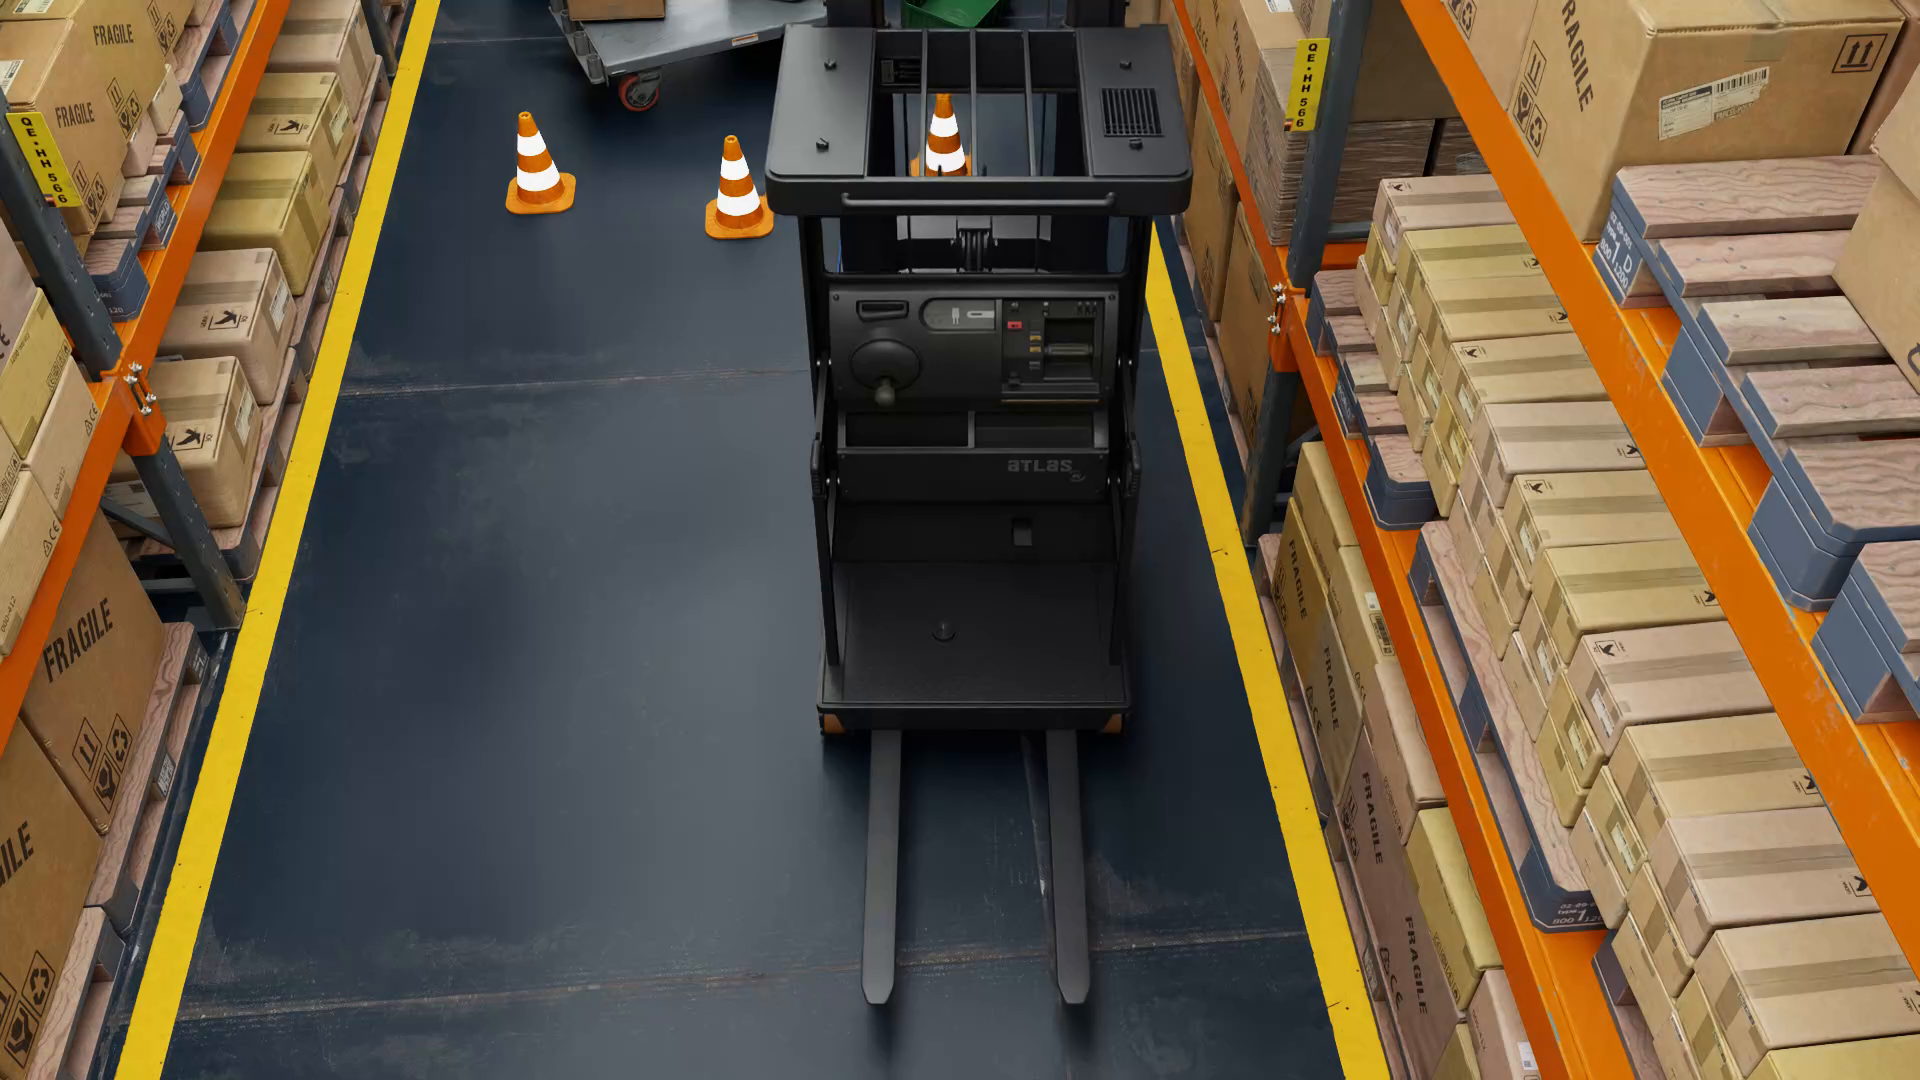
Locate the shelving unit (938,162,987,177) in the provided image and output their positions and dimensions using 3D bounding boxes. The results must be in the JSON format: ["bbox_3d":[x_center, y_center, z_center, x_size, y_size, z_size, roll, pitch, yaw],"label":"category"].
[{"bbox_3d":[0.009,-1.082,7.051,0.215,1.050,0.252,0,47,0],"label":"shelving unit"}]

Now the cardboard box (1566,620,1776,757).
[{"bbox_3d":[1.643,0.340,3.836,0.380,0.149,0.250,-5,47,-5],"label":"cardboard box"}]

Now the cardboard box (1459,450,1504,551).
[{"bbox_3d":[1.577,-0.116,4.473,0.380,0.149,0.250,-3,47,-3],"label":"cardboard box"}]

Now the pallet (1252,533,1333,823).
[{"bbox_3d":[1.709,0.455,6.174,1.003,0.211,1.213,-3,47,-3],"label":"pallet"}]

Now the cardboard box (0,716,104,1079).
[{"bbox_3d":[-3.234,1.041,4.872,0.875,0.875,0.875,-3,47,-3],"label":"cardboard box"}]

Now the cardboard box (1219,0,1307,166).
[{"bbox_3d":[1.299,-1.775,6.296,0.500,0.500,0.500,-3,47,-3],"label":"cardboard box"}]

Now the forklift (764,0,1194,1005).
[{"bbox_3d":[0.047,-0.532,5.235,1.130,2.935,3.031,0,47,0],"label":"forklift"}]

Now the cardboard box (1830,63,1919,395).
[{"bbox_3d":[1.981,-0.513,2.743,0.797,0.503,0.637,-4,47,-4],"label":"cardboard box"}]

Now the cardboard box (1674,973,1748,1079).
[{"bbox_3d":[1.709,1.018,3.399,0.380,0.149,0.250,-2,47,-2],"label":"cardboard box"}]

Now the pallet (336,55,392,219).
[{"bbox_3d":[-3.548,-2.068,8.563,1.003,0.211,1.213,-3,47,-3],"label":"pallet"}]

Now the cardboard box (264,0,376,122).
[{"bbox_3d":[-3.568,-2.451,8.526,0.950,0.372,0.625,-3,47,-3],"label":"cardboard box"}]

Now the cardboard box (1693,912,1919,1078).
[{"bbox_3d":[1.709,0.902,3.304,0.380,0.149,0.250,-5,47,-5],"label":"cardboard box"}]

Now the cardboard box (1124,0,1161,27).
[{"bbox_3d":[1.452,-2.891,8.682,1.050,0.750,0.750,-4,47,-3],"label":"cardboard box"}]

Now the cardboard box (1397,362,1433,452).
[{"bbox_3d":[1.527,-0.402,4.949,0.380,0.149,0.250,-1,47,-1],"label":"cardboard box"}]

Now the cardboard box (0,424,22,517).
[{"bbox_3d":[-2.939,-0.110,4.548,0.500,0.250,0.500,-5,47,-4],"label":"cardboard box"}]

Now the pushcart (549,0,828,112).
[{"bbox_3d":[-1.346,-2.863,9.201,1.648,0.377,0.936,-19,49,-17],"label":"pushcart"}]

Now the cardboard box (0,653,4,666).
[{"bbox_3d":[-2.894,0.440,4.371,0.500,0.250,0.500,-4,47,-4],"label":"cardboard box"}]

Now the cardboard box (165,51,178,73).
[{"bbox_3d":[-3.189,-1.778,6.251,0.380,0.149,0.250,-1,47,-1],"label":"cardboard box"}]

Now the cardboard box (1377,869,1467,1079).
[{"bbox_3d":[1.585,1.277,4.907,0.500,0.500,0.500,-4,47,-4],"label":"cardboard box"}]

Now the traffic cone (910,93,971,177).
[{"bbox_3d":[-0.082,-2.029,8.353,0.336,0.463,0.334,-3,47,-3],"label":"traffic cone"}]

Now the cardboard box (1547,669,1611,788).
[{"bbox_3d":[1.636,0.435,3.951,0.380,0.149,0.250,-3,47,-3],"label":"cardboard box"}]

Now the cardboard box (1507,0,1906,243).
[{"bbox_3d":[1.523,-0.983,3.481,0.500,0.500,0.500,-3,47,-3],"label":"cardboard box"}]

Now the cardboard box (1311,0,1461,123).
[{"bbox_3d":[1.617,-1.773,5.606,0.700,0.500,0.500,-4,47,-4],"label":"cardboard box"}]

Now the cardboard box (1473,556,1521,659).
[{"bbox_3d":[1.594,0.167,4.409,0.380,0.149,0.250,-3,47,-3],"label":"cardboard box"}]

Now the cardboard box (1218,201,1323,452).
[{"bbox_3d":[1.684,-0.887,6.784,1.050,0.750,0.750,-4,47,-4],"label":"cardboard box"}]

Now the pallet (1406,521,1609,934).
[{"bbox_3d":[1.851,0.426,4.413,1.003,0.211,1.213,-3,47,-3],"label":"pallet"}]

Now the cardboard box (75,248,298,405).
[{"bbox_3d":[-3.387,-0.879,7.037,0.950,0.372,0.625,-4,47,-4],"label":"cardboard box"}]

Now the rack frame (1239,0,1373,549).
[{"bbox_3d":[1.645,-1.070,5.697,1.000,3.000,0.127,-3,47,-3],"label":"rack frame"}]

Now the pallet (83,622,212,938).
[{"bbox_3d":[-3.288,0.838,5.811,1.003,0.211,1.213,-3,47,-3],"label":"pallet"}]

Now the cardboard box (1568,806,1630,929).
[{"bbox_3d":[1.658,0.740,3.867,0.380,0.149,0.250,-5,47,-5],"label":"cardboard box"}]

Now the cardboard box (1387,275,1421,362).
[{"bbox_3d":[1.510,-0.672,4.999,0.380,0.149,0.250,-1,47,-1],"label":"cardboard box"}]

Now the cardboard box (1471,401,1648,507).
[{"bbox_3d":[1.578,-0.227,4.373,0.380,0.149,0.250,-2,47,-1],"label":"cardboard box"}]

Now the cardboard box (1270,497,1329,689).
[{"bbox_3d":[1.450,0.173,5.953,0.500,0.500,0.500,-5,47,-5],"label":"cardboard box"}]

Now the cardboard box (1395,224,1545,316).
[{"bbox_3d":[1.516,-0.792,4.908,0.380,0.149,0.250,-5,47,-4],"label":"cardboard box"}]

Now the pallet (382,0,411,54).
[{"bbox_3d":[-3.706,-3.115,9.554,1.003,0.211,1.213,-3,47,-3],"label":"pallet"}]

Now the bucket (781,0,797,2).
[{"bbox_3d":[-0.999,-3.319,9.035,0.726,0.611,0.620,11,58,10],"label":"bucket"}]

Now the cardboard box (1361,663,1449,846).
[{"bbox_3d":[1.532,0.627,5.006,0.500,0.250,0.500,-3,47,-3],"label":"cardboard box"}]

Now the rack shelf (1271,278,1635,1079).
[{"bbox_3d":[1.812,0.625,4.588,1.077,0.370,4.000,-3,47,-3],"label":"rack shelf"}]

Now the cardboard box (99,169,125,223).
[{"bbox_3d":[-3.111,-1.207,5.711,0.380,0.149,0.250,-6,47,-6],"label":"cardboard box"}]

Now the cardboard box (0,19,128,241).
[{"bbox_3d":[-3.086,-1.316,5.368,0.500,0.500,0.500,-5,47,-4],"label":"cardboard box"}]

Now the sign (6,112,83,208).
[{"bbox_3d":[-2.727,-1.130,4.957,0.100,0.325,0.005,-3,47,-3],"label":"sign"}]
